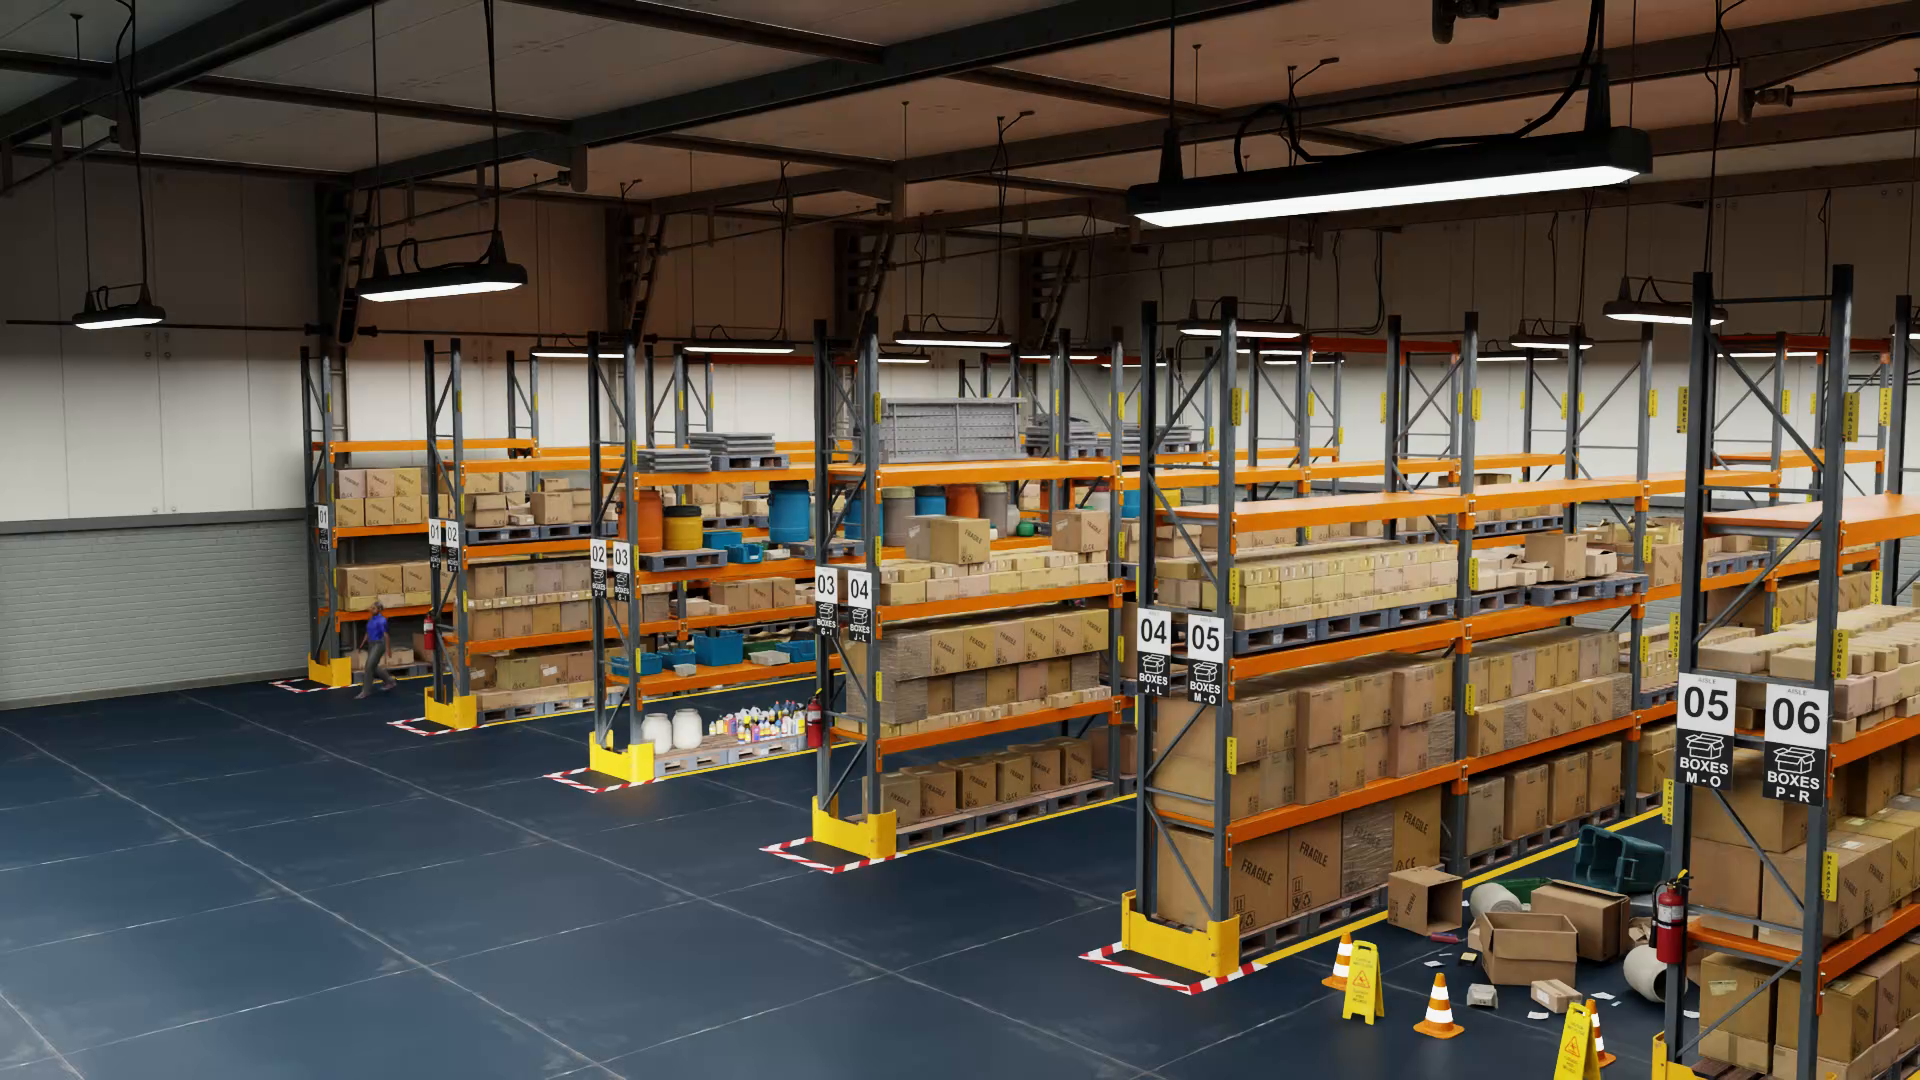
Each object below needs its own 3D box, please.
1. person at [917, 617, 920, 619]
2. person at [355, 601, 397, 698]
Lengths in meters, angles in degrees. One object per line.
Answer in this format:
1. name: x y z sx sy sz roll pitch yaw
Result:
1. person: -0.923 1.749 29.360 1.041 1.619 0.564 -4 7 -39
2. person: -10.000 1.868 28.490 0.538 1.636 0.786 5 7 42
